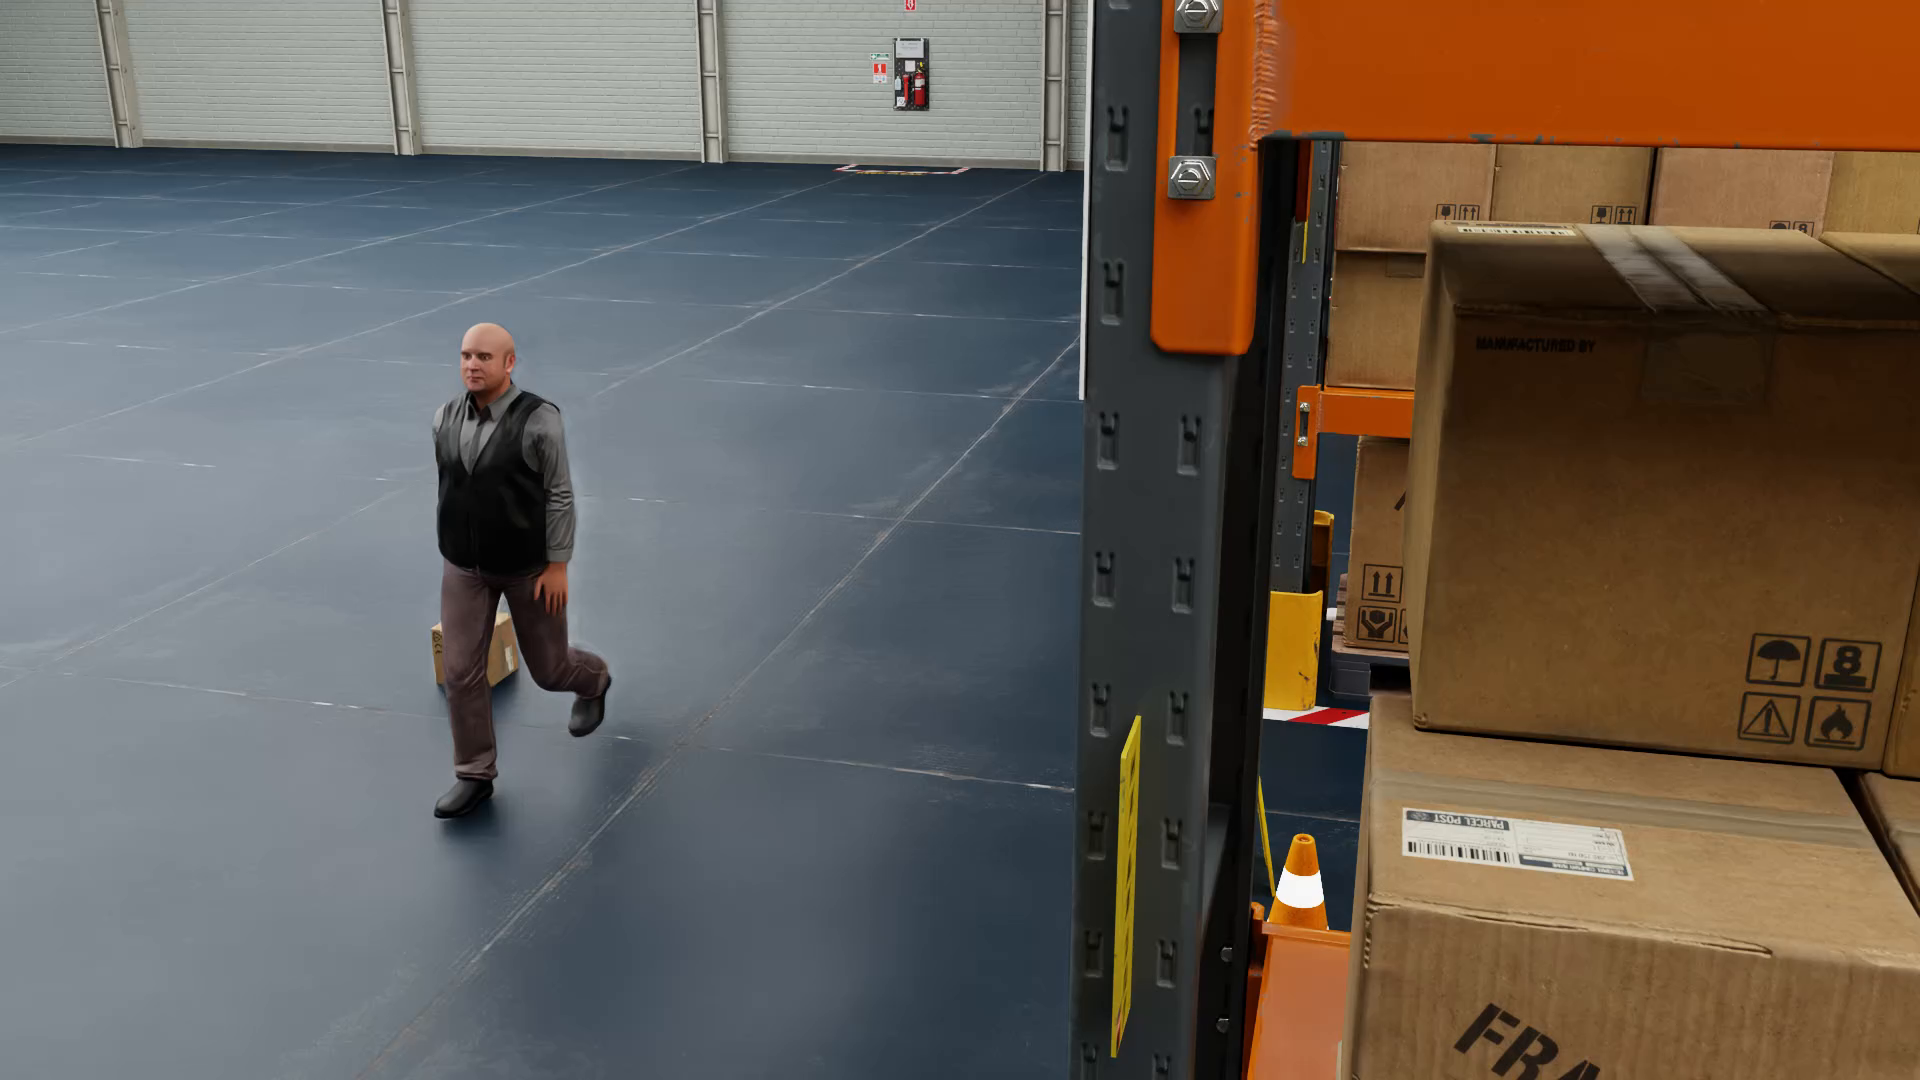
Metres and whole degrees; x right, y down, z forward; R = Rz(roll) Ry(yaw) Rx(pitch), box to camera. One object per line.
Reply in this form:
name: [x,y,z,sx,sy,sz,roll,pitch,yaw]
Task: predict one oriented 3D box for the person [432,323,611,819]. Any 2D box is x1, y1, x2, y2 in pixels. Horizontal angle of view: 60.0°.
person: [-1.576,0.060,5.893,0.539,1.689,0.900,4,19,12]
